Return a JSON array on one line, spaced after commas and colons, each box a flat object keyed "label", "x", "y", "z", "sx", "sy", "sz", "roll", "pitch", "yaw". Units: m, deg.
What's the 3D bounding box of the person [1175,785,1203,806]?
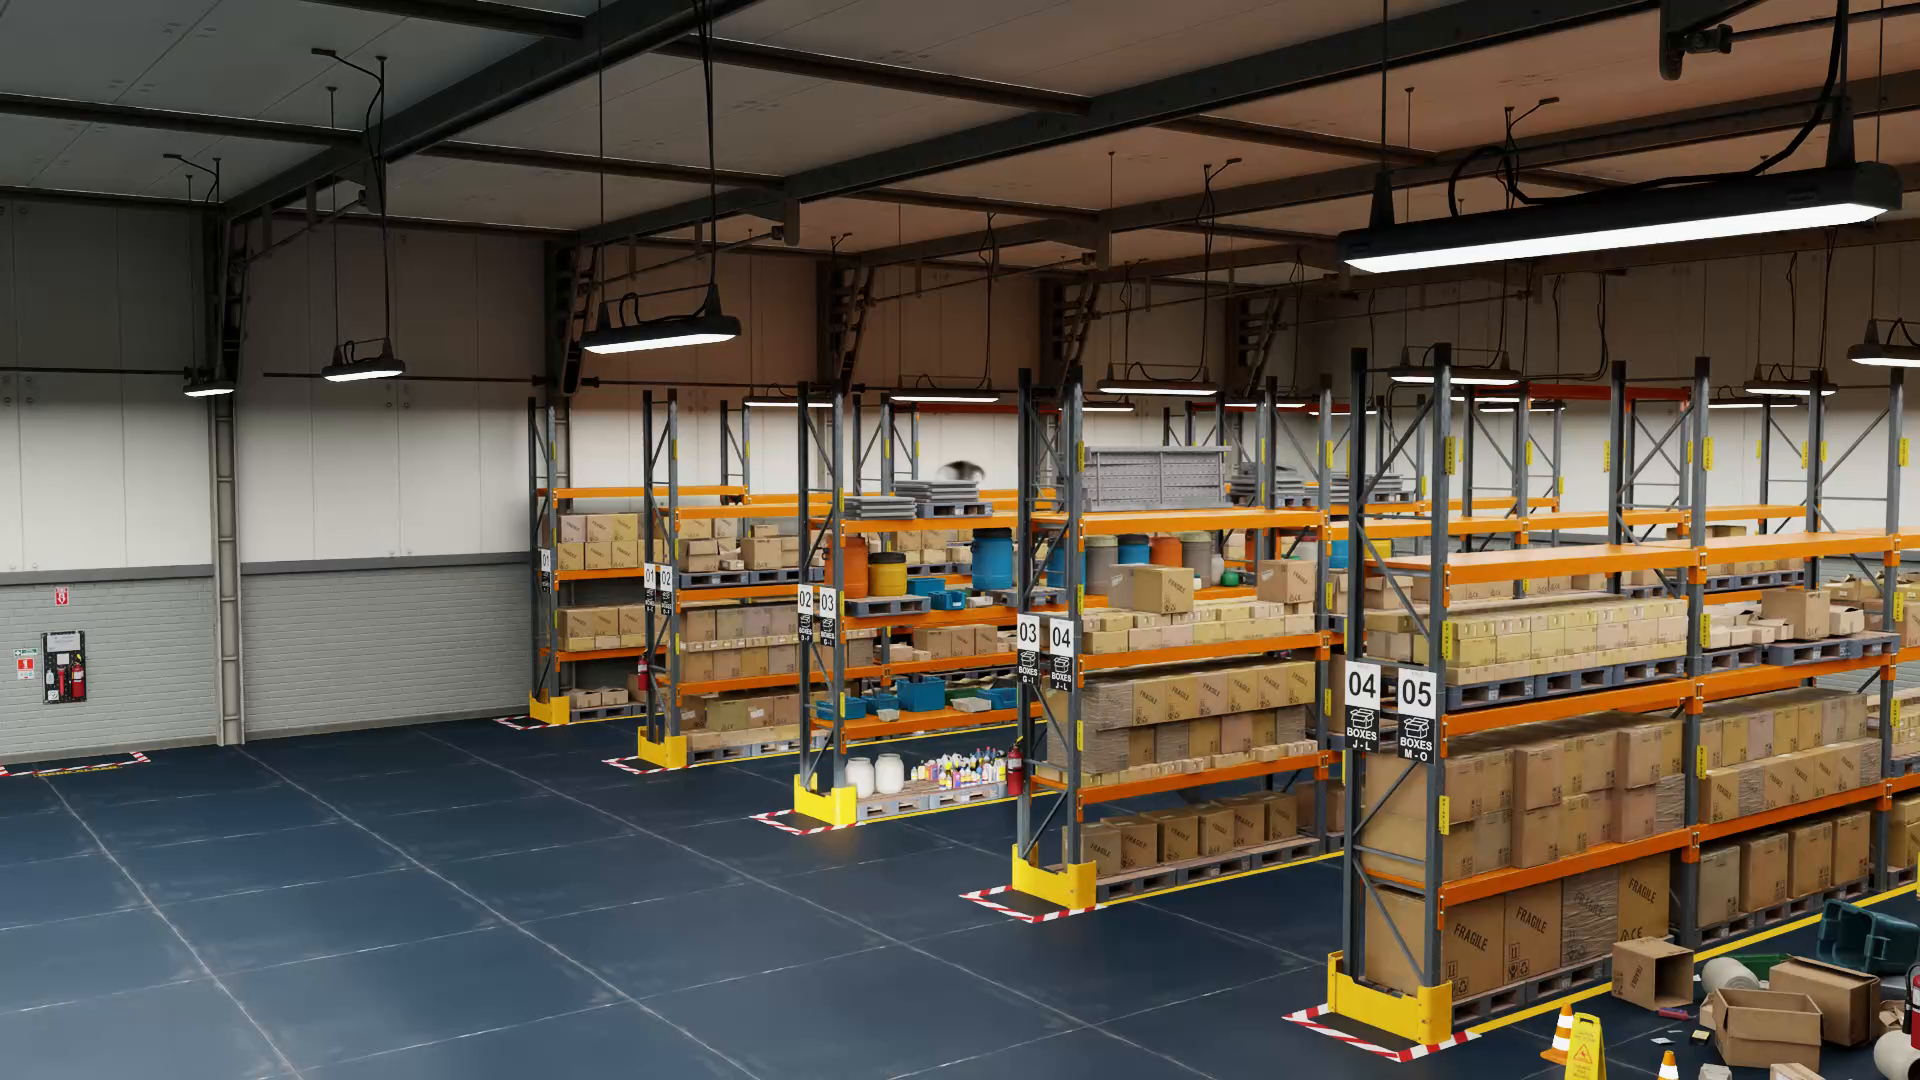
[{"label": "person", "x": 3.125, "y": 3.032, "z": 22.265, "sx": 0.432, "sy": 1.680, "sz": 0.576, "roll": 0, "pitch": 3, "yaw": -6}]
